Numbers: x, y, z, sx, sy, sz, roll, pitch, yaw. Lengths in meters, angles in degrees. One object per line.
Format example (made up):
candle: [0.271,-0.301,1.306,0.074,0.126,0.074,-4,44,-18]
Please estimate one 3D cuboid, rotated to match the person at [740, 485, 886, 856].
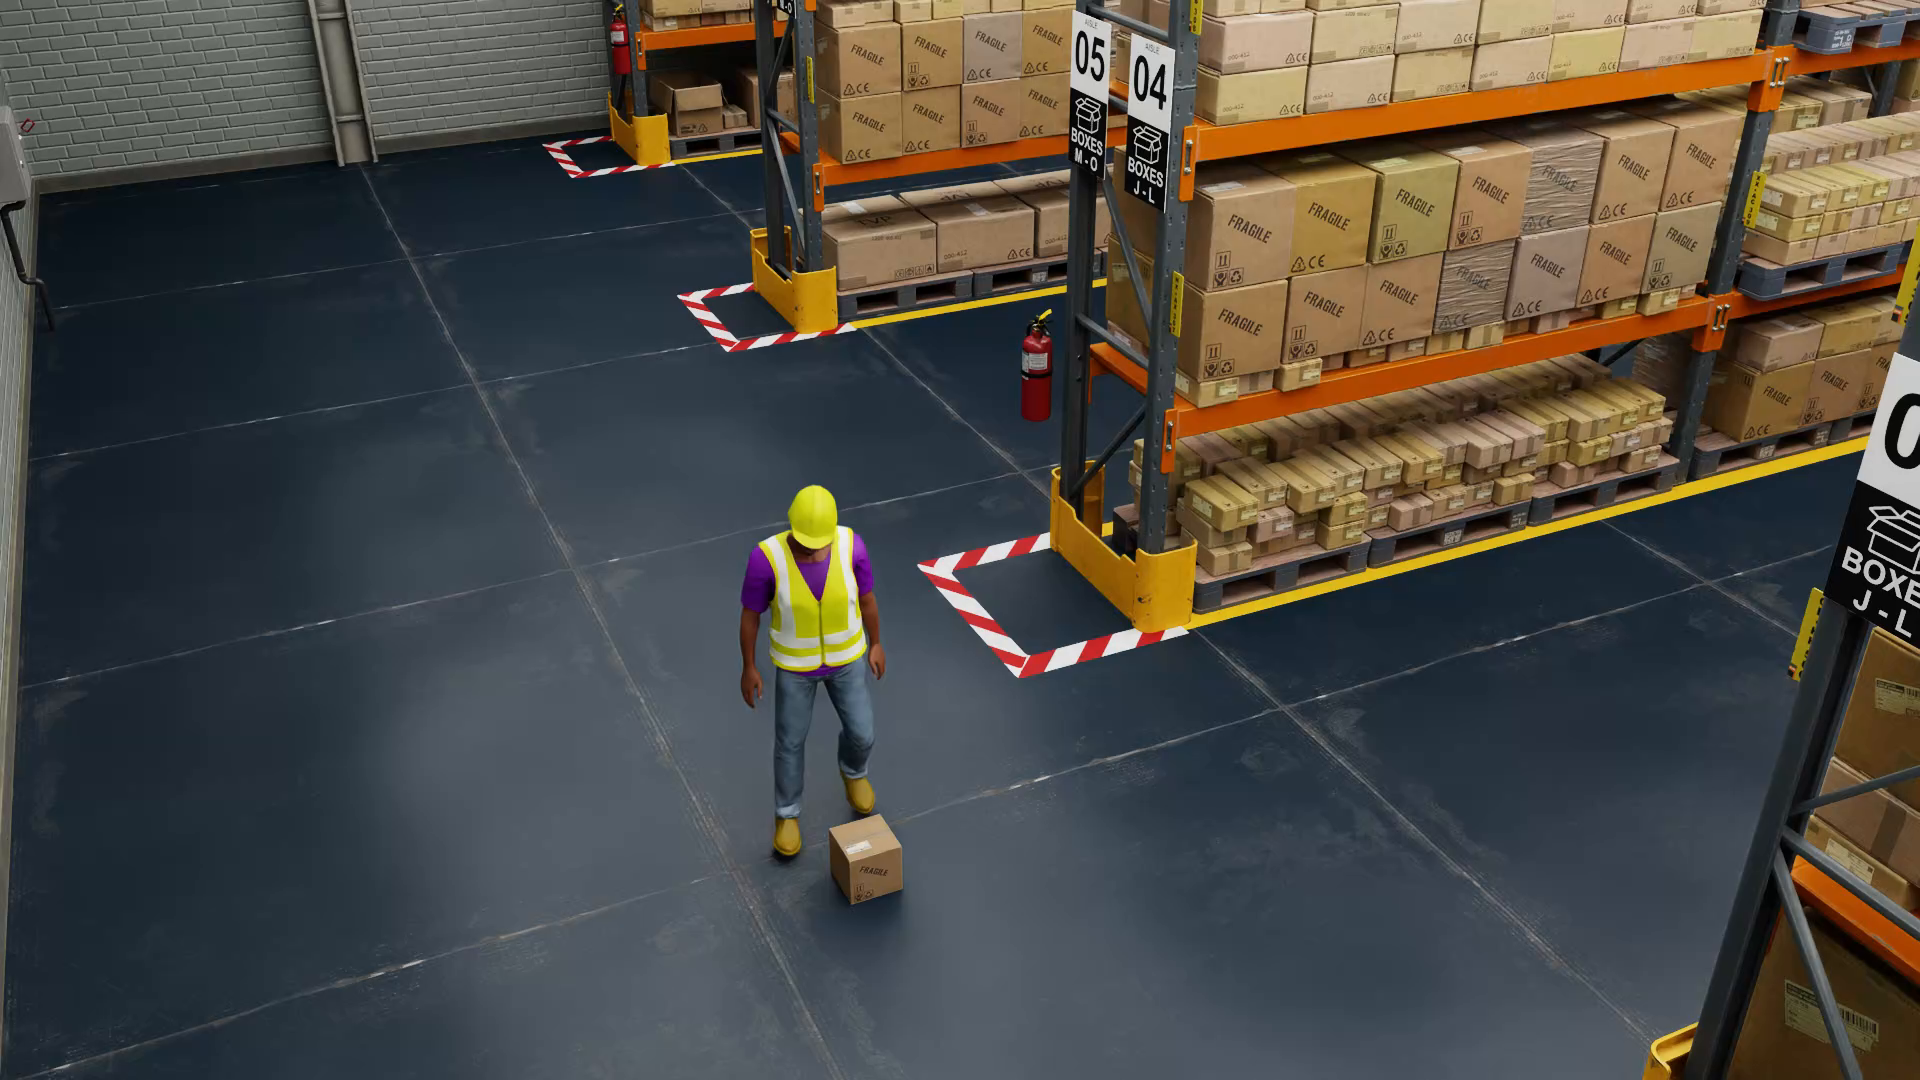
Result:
person: [-0.648,0.551,7.408,0.672,1.764,0.488,-8,30,-13]
